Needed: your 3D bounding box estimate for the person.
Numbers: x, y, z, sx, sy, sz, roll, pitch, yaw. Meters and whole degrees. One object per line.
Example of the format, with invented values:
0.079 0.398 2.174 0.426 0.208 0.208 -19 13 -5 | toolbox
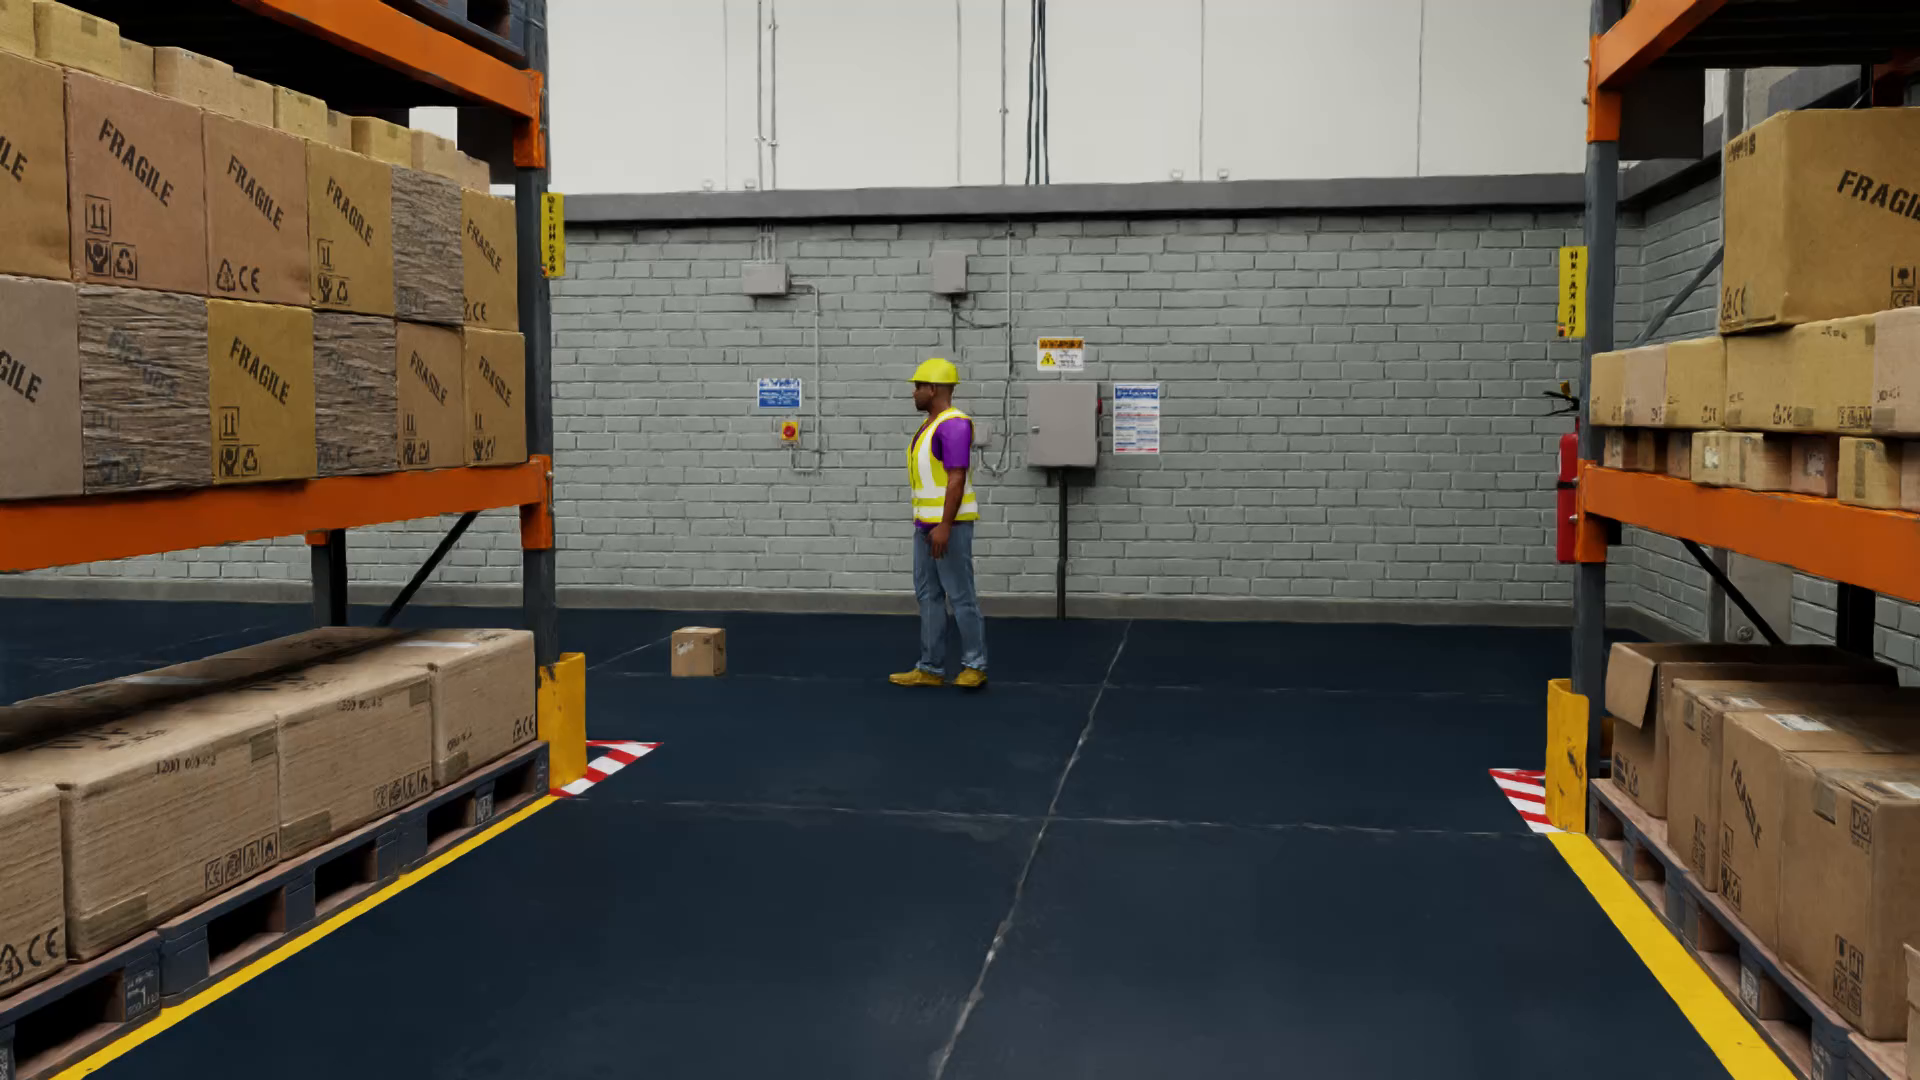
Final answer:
-0.088 -0.084 8.959 0.480 1.775 0.576 -2 5 -21 | person
